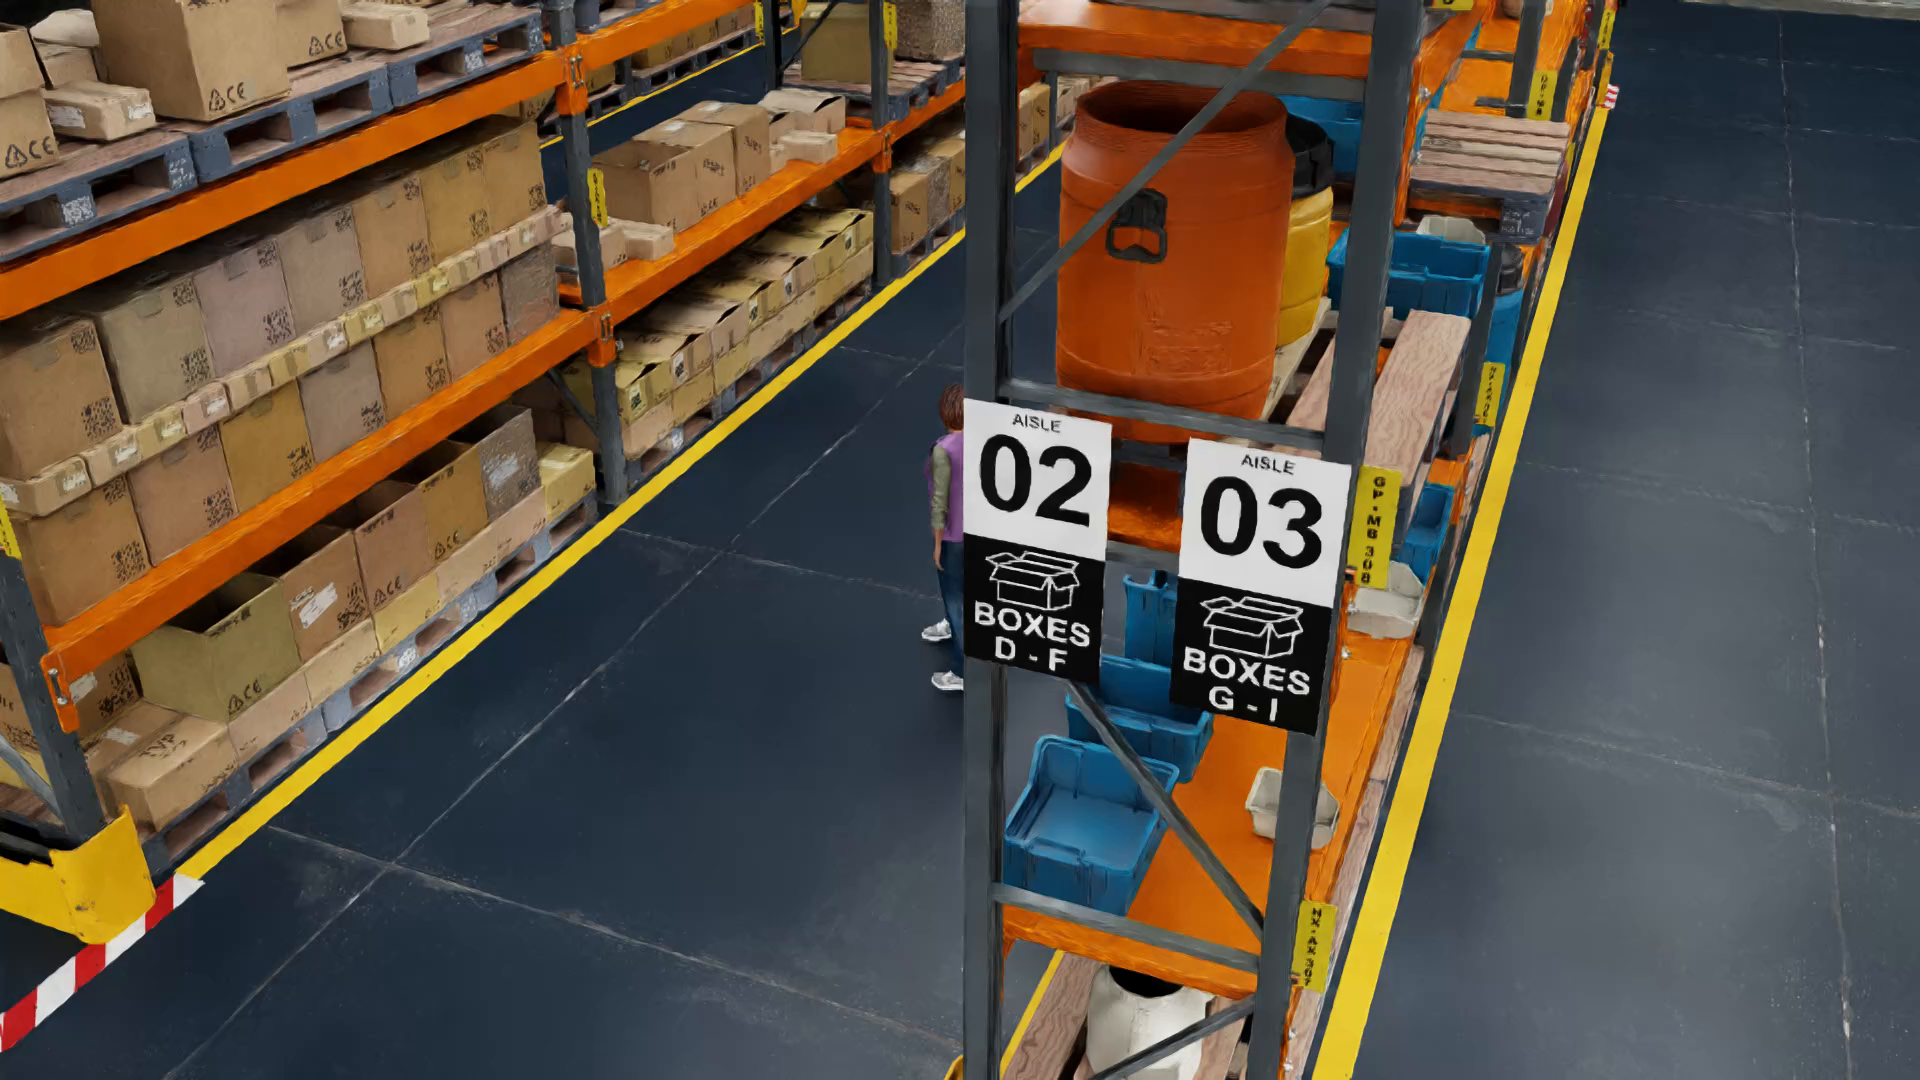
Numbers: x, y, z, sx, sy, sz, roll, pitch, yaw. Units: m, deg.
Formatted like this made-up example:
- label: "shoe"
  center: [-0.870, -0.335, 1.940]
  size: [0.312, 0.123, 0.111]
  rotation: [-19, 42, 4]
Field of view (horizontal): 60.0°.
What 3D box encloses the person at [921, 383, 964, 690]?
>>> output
- label: "person"
  center: [-0.015, -0.035, 8.467]
  size: [0.546, 1.590, 0.530]
  rotation: [20, 35, 30]
